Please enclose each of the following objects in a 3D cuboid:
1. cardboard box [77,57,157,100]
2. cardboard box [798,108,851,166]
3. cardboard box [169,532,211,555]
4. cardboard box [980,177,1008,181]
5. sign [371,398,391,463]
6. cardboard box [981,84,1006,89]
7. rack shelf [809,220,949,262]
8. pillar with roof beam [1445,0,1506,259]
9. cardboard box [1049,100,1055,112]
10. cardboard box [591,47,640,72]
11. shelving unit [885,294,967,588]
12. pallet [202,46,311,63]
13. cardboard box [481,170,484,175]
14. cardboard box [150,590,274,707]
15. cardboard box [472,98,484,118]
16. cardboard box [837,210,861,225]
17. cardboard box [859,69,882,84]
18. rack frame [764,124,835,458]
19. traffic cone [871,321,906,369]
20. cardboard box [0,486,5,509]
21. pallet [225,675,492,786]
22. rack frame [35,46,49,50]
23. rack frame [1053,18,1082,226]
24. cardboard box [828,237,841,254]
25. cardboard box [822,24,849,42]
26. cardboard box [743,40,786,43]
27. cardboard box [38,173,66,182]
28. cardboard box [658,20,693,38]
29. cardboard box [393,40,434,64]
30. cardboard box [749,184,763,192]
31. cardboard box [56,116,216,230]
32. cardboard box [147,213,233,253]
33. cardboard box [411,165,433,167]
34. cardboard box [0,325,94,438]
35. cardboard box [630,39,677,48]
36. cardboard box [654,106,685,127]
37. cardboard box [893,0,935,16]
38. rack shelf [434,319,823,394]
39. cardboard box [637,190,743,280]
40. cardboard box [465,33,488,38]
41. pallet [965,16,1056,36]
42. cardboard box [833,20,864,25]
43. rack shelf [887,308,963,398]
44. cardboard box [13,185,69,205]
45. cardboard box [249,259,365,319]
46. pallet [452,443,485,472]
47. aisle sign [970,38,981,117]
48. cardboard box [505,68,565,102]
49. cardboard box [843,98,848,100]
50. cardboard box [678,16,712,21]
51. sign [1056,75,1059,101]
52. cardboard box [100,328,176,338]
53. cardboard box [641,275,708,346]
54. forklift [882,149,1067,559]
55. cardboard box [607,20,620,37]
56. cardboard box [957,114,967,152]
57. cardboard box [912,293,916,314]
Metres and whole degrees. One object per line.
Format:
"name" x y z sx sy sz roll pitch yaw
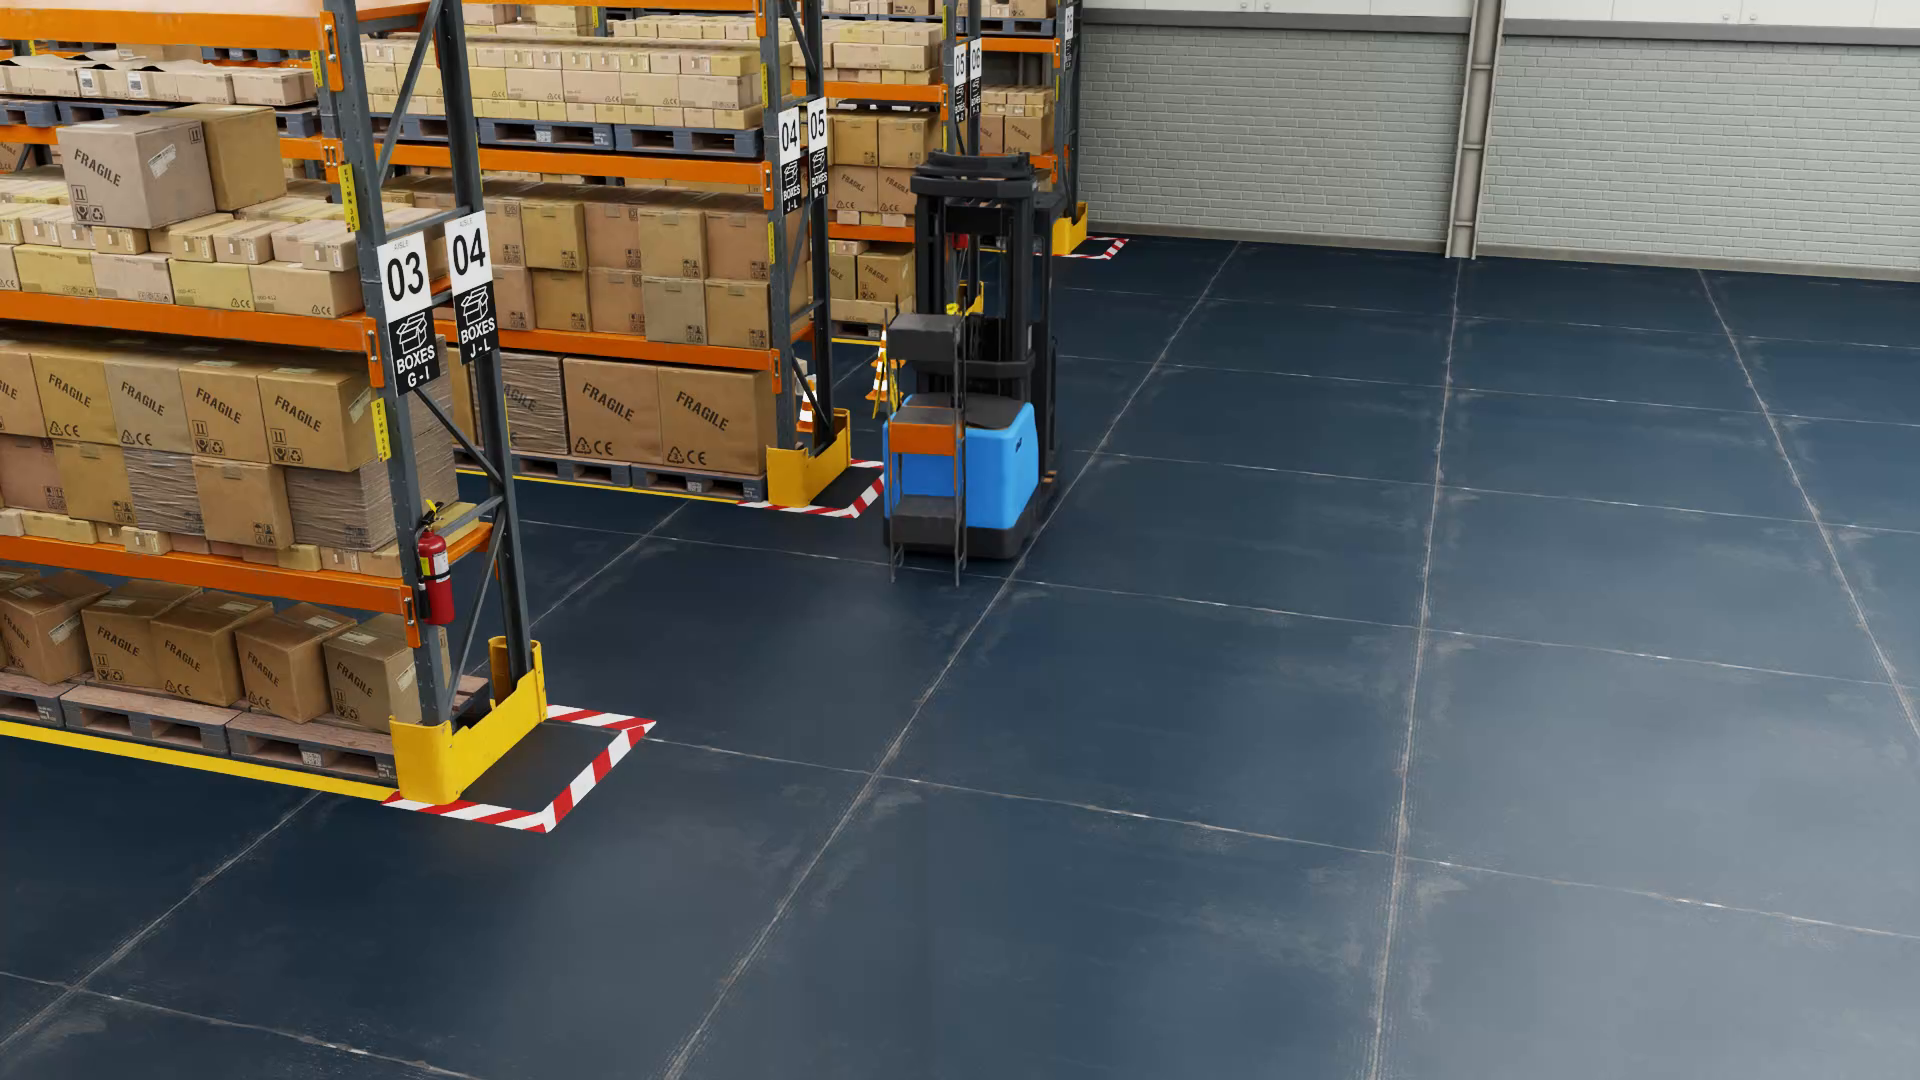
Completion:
"cardboard box" -7.369 -4.075 14.637 0.500 0.311 0.500 6 23 15
"cardboard box" -1.530 -4.391 18.086 0.500 0.500 0.700 6 23 15
"cardboard box" -4.374 -0.062 9.704 0.250 0.149 0.380 7 23 16
"cardboard box" 0.431 -4.871 22.849 0.500 0.250 0.500 7 23 16
"sign" -3.020 -0.573 8.677 0.005 0.325 0.100 7 23 16
"cardboard box" 0.463 -6.191 22.936 0.250 0.149 0.380 7 23 16
"rack shelf" -1.892 -3.578 18.892 4.000 0.370 1.077 7 23 16
"pillar with roof beam" 5.547 -6.453 17.048 0.400 9.000 9.100 7 23 16
"cardboard box" 1.203 -5.973 22.797 0.250 0.149 0.380 6 23 14
"cardboard box" -2.702 -3.788 13.100 0.250 0.149 0.380 7 23 16
"shelving unit" -0.237 -0.705 12.117 0.503 2.100 0.431 4 23 9
"pallet" -8.268 -5.920 19.951 1.003 0.211 1.213 8 24 18
"cardboard box" -5.574 -4.347 19.598 0.250 0.149 0.380 6 23 14
"cardboard box" -4.609 0.668 10.333 0.500 0.500 0.500 9 24 20
"cardboard box" -3.915 -3.558 13.590 0.250 0.149 0.380 6 23 15
"cardboard box" -1.166 -3.579 18.278 0.250 0.149 0.380 7 23 16
"cardboard box" -0.892 -4.957 17.686 0.250 0.149 0.380 7 23 17
"rack frame" -1.311 -1.882 13.810 0.127 3.000 1.000 7 23 16
"traffic cone" -0.762 -2.096 17.675 0.334 0.463 0.336 7 23 16
"cardboard box" -5.788 -0.574 10.097 0.500 0.500 0.875 7 23 16
"pallet" -3.680 1.089 10.241 1.213 0.211 1.003 7 23 16
"rack frame" -11.466 -5.007 21.428 0.127 3.000 1.000 7 23 16
"rack frame" 1.453 -5.495 22.619 0.127 3.000 1.000 7 23 16
"cardboard box" -1.430 -3.298 18.490 0.250 0.149 0.380 7 23 16
"cardboard box" -1.332 -5.401 17.717 0.250 0.149 0.380 7 23 16
"cardboard box" -2.009 -5.271 17.925 0.500 0.250 0.500 7 23 16
"cardboard box" -8.058 -3.160 15.476 0.500 0.500 0.700 6 23 15
"cardboard box" -3.092 -5.567 18.122 0.250 0.149 0.380 6 23 14
"cardboard box" -4.403 -3.982 13.574 0.250 0.149 0.380 6 23 15
"cardboard box" -2.013 -4.010 18.474 0.500 0.500 0.500 7 23 16
"cardboard box" -4.397 -1.972 8.894 0.500 0.500 0.500 7 23 16
"cardboard box" -4.153 -1.663 8.997 0.250 0.149 0.380 7 23 16
"cardboard box" -6.261 -4.703 19.610 0.500 0.500 0.500 7 23 16
"cardboard box" -5.355 -0.925 9.635 0.500 0.500 0.500 7 23 16
"cardboard box" -2.511 -4.027 13.682 0.250 0.149 0.380 6 23 15
"cardboard box" -2.214 -3.363 13.114 0.250 0.149 0.380 7 23 16
"cardboard box" -0.542 -7.358 22.386 0.637 0.503 0.797 7 23 17
"rack shelf" -3.225 -1.768 14.481 4.000 0.370 1.077 7 23 16
"cardboard box" -2.208 -2.532 13.775 0.550 0.550 0.875 7 23 16
"cardboard box" -4.216 -4.221 14.156 0.250 0.149 0.380 6 23 15
"pallet" 0.783 -6.929 22.278 1.213 0.211 1.003 7 23 16
"cardboard box" -1.210 -5.563 18.113 0.250 0.149 0.380 6 23 15
"rack shelf" -0.240 -1.337 11.848 0.480 0.518 0.431 4 23 9
"cardboard box" -5.283 -1.967 9.737 0.250 0.149 0.380 7 23 18
"cardboard box" -3.375 -1.370 8.806 0.500 0.250 0.500 7 23 17
"pallet" -4.435 -0.918 15.135 1.213 0.211 1.003 7 23 15
"aisle sign" 0.171 -5.000 17.986 0.004 0.787 0.394 7 23 16
"cardboard box" -3.301 -3.696 13.402 0.500 0.250 0.500 7 23 16
"cardboard box" -1.427 -6.049 22.983 0.250 0.149 0.380 7 23 17
"cardboard box" -2.946 -5.753 18.576 0.250 0.149 0.380 7 23 17
"sign" 1.283 -5.945 21.877 0.005 0.325 0.100 7 23 16
"cardboard box" -4.724 -1.061 9.967 0.500 0.500 0.500 7 23 16
"cardboard box" -2.212 -2.028 13.968 0.550 0.550 0.875 7 23 16
"forklift" 0.241 -1.741 13.557 1.130 2.935 3.031 5 23 12
"cardboard box" -4.251 -5.852 19.181 0.500 0.250 0.500 6 23 14
"cardboard box" -0.079 -5.616 22.782 0.500 0.500 0.500 6 23 14
"cardboard box" -0.670 -2.802 19.124 0.500 0.250 0.500 6 23 15
